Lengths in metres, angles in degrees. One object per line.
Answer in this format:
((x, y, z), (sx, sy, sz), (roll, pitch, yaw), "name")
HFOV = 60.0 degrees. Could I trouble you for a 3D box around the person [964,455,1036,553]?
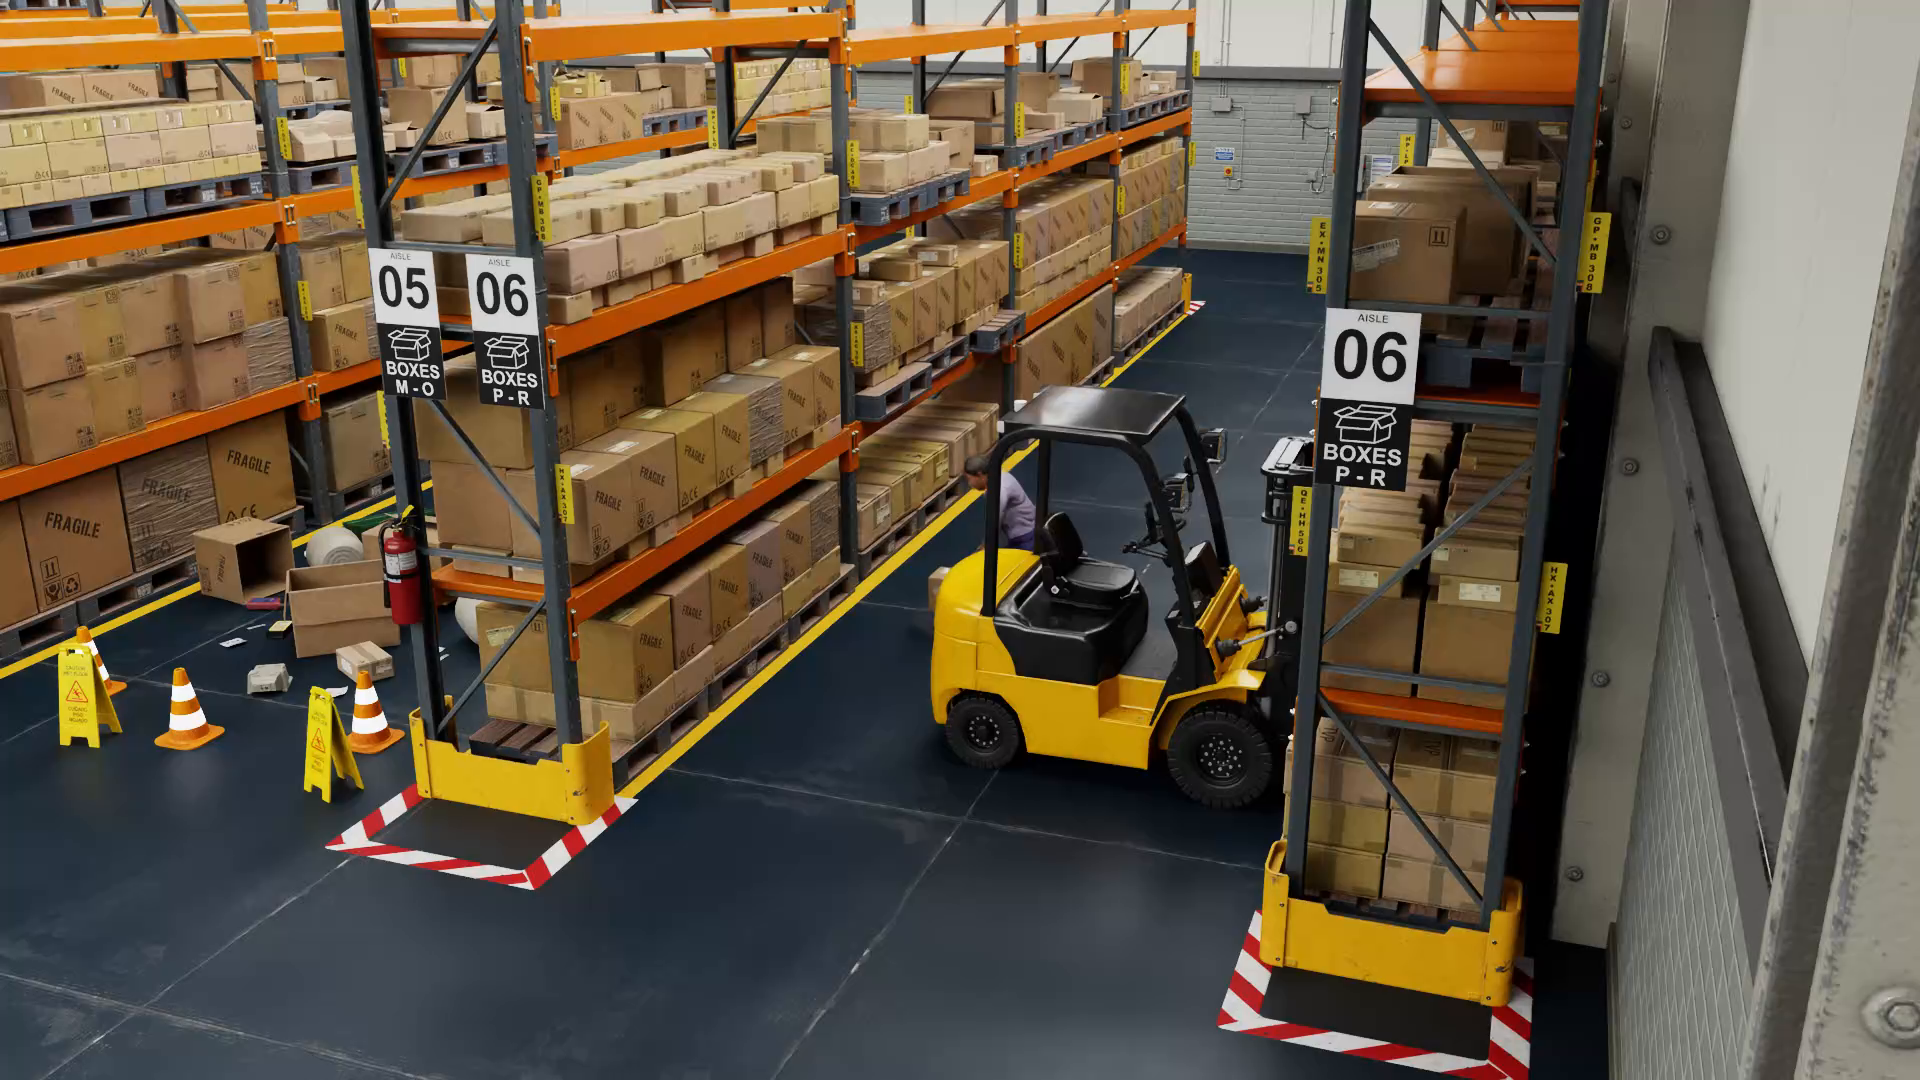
((0.349, 0.069, 11.833), (0.654, 1.369, 0.534), (4, 19, 11), "person")
